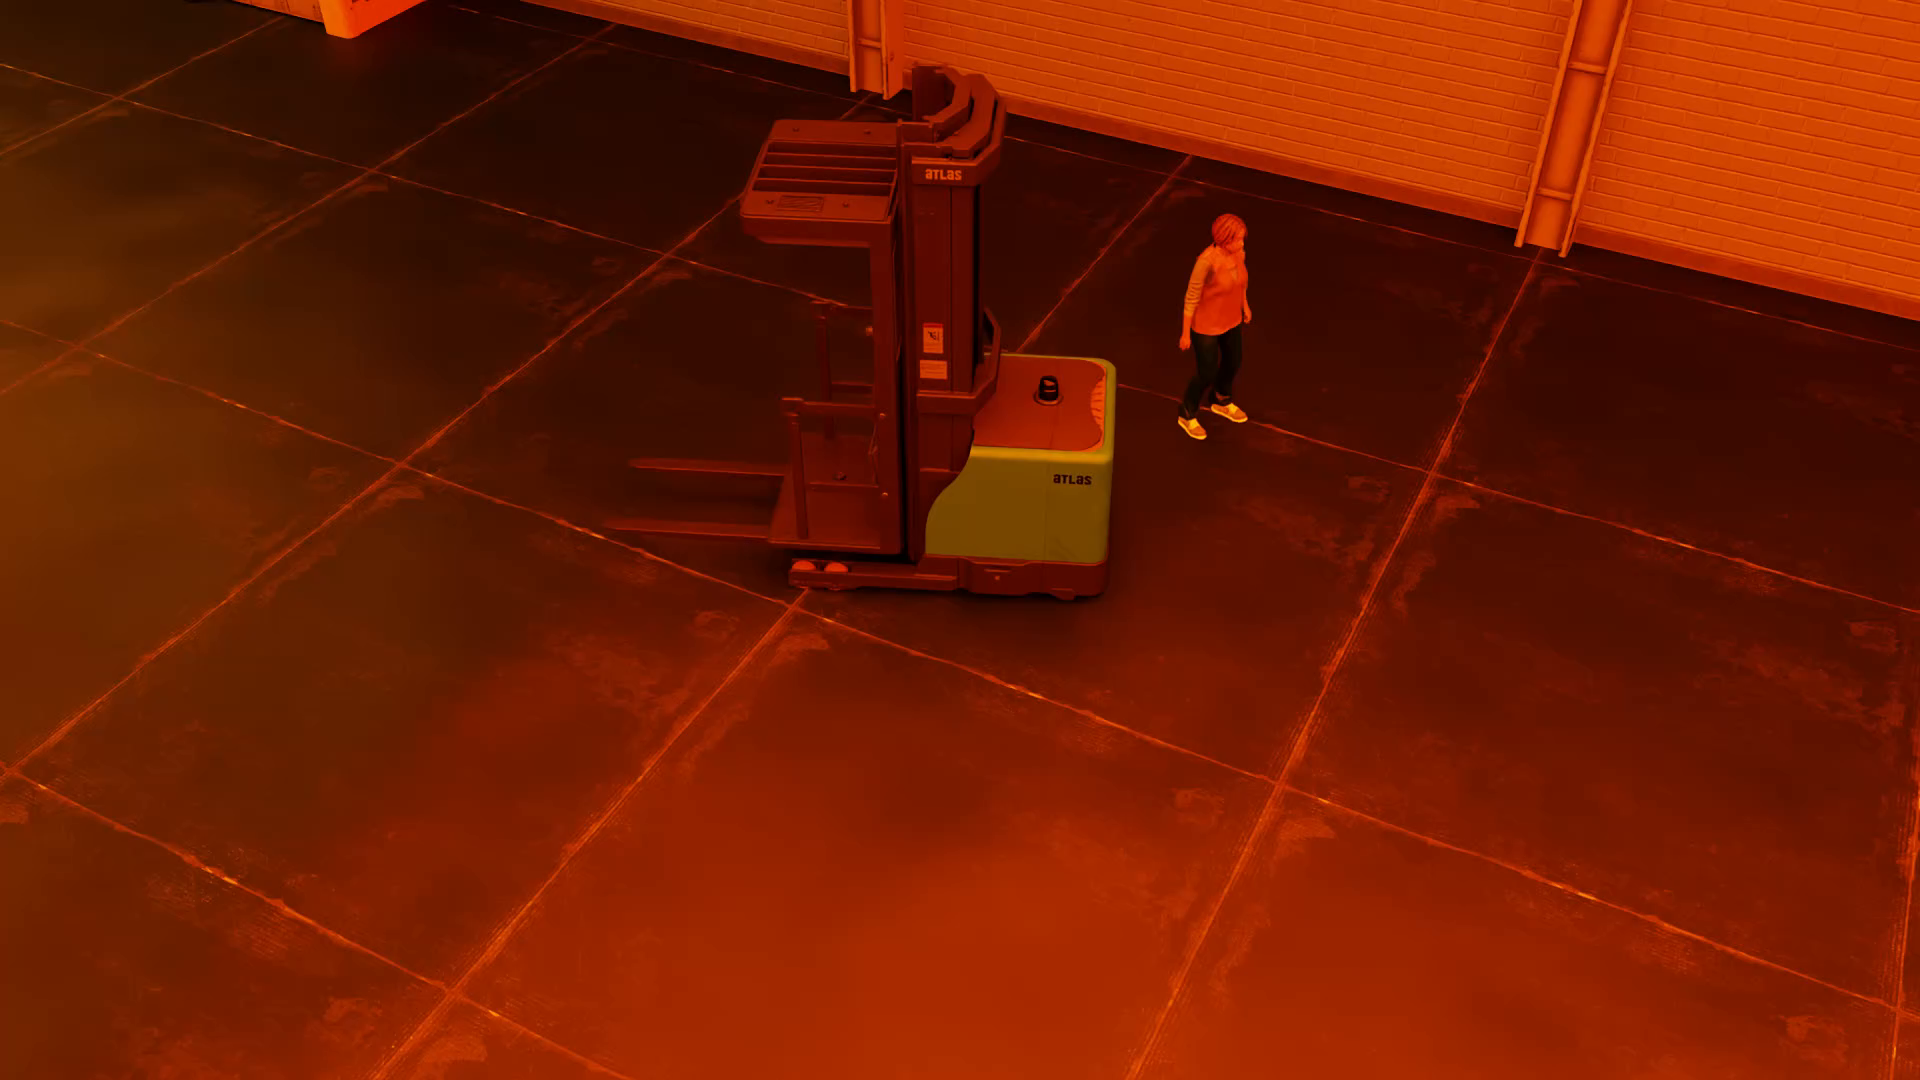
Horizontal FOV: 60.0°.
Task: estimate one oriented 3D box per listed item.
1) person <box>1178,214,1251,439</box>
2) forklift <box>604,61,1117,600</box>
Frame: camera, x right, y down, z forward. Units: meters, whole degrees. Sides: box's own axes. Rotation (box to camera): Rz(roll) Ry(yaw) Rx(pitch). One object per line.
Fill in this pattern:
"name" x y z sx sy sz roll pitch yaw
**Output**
"person" 1.660 -1.385 10.676 0.579 1.586 0.343 -30 49 -31
"forklift" -0.606 -1.157 9.360 3.031 2.935 1.130 3 40 4
